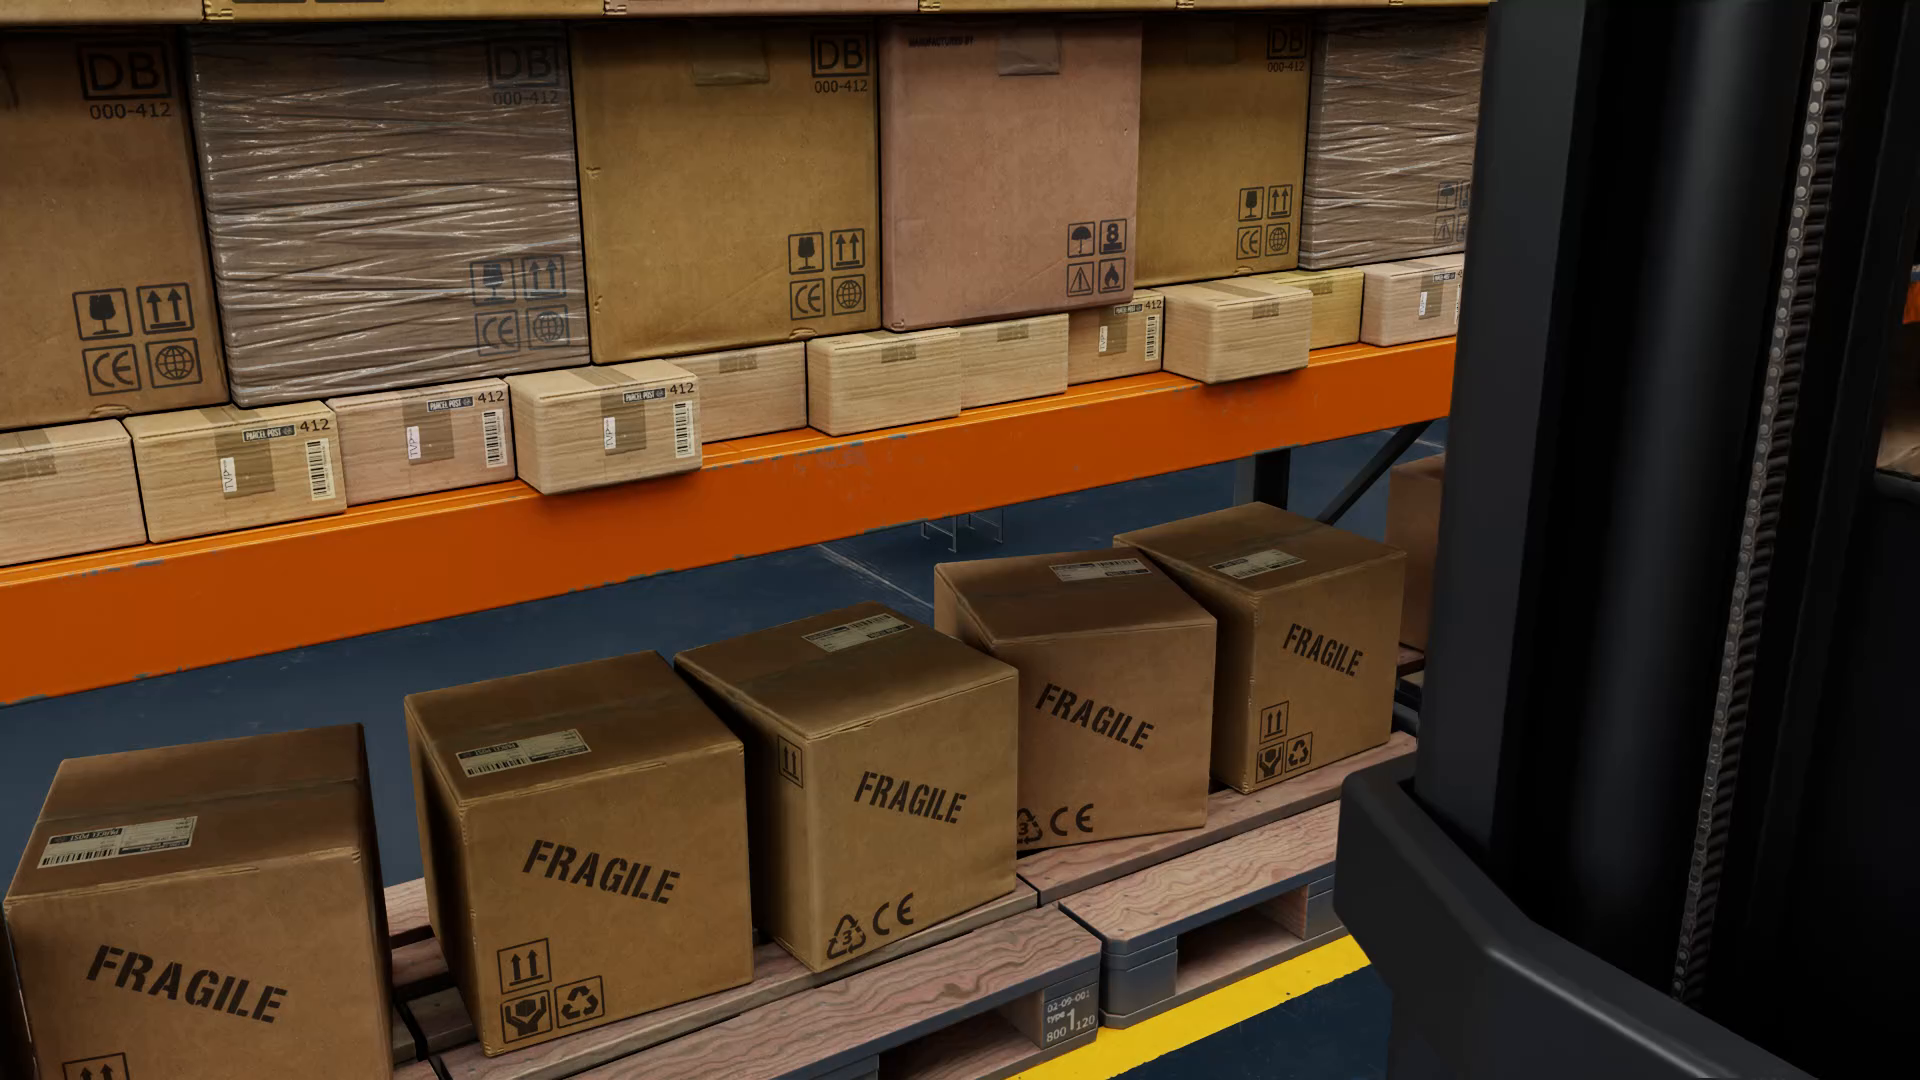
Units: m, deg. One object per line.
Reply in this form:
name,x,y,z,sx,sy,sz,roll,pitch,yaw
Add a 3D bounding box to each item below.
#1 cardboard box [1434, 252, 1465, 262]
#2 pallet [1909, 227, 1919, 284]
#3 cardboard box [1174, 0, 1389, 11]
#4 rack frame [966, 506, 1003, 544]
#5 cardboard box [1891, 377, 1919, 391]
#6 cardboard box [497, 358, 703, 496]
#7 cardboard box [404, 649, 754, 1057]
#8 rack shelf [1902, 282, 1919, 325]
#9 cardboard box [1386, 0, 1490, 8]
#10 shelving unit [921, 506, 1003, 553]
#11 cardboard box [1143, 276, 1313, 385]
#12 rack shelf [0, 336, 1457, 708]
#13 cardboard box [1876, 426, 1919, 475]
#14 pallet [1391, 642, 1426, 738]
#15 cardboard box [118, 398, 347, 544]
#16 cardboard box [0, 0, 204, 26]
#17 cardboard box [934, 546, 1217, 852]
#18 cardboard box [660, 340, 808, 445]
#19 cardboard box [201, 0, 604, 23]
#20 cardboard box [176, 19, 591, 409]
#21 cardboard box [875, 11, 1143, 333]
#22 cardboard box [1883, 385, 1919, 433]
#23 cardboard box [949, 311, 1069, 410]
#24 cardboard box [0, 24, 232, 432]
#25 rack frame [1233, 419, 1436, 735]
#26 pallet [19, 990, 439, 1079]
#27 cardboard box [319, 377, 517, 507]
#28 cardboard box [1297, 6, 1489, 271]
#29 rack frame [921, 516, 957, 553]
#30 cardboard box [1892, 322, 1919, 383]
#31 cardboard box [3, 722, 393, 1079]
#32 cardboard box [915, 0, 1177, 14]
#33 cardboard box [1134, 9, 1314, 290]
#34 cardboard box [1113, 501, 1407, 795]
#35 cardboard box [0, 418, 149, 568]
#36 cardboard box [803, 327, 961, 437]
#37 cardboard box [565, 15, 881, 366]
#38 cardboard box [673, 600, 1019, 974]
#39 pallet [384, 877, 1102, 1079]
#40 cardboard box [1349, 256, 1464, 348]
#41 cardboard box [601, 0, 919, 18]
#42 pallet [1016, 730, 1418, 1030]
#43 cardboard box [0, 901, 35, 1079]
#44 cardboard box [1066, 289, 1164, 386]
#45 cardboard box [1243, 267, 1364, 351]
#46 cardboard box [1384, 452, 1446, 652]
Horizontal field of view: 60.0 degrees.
cardboard box,1.057,-0.566,3.627,0.250,0.149,0.380,-12,22,-31
pallet,1.793,-0.806,4.245,1.213,0.211,1.003,-12,22,-31
cardboard box,0.433,-1.222,2.993,0.500,0.500,0.500,-12,22,-31
rack frame,0.092,-0.446,6.158,0.006,0.900,0.240,-12,22,-31
cardboard box,3.411,-0.305,5.681,0.500,0.500,0.700,-14,23,-36
cardboard box,-0.591,-0.202,2.552,0.250,0.149,0.380,-12,22,-31
cardboard box,-0.722,0.563,3.142,0.500,0.500,0.500,-10,21,-26
rack shelf,2.745,-0.813,5.088,4.000,0.370,1.077,-12,22,-31
cardboard box,0.850,-1.310,3.255,0.500,0.500,0.500,-12,22,-31
shelving unit,0.007,-0.428,6.105,0.210,0.900,0.258,-12,22,-31
cardboard box,0.454,-0.422,3.203,0.250,0.149,0.380,-12,22,-31
rack shelf,-0.596,-0.108,3.004,4.000,0.370,1.077,-12,22,-31
cardboard box,2.475,-0.105,5.089,0.500,0.500,0.700,-14,23,-36
pallet,1.724,0.382,4.784,1.213,0.211,1.003,-12,22,-31
cardboard box,-1.050,-0.135,2.352,0.250,0.149,0.380,-12,22,-31
cardboard box,-1.235,-0.869,1.949,0.500,0.500,0.500,-12,22,-31
cardboard box,0.244,0.347,3.783,0.500,0.500,0.500,-5,19,-14
cardboard box,-0.455,-0.282,2.787,0.250,0.149,0.380,-12,22,-31
cardboard box,-0.818,-0.957,2.211,0.500,0.500,0.500,-12,22,-31
cardboard box,-0.999,-0.571,2.630,0.500,0.500,0.875,-12,22,-31
cardboard box,-0.134,-0.733,3.109,0.500,0.500,0.875,-12,22,-31
cardboard box,2.941,-0.204,5.380,0.500,0.500,0.700,-10,21,-27
cardboard box,-0.014,-0.359,3.015,0.250,0.149,0.380,-12,22,-31
cardboard box,-1.440,-0.495,2.404,0.500,0.500,0.875,-12,22,-31
rack frame,1.075,-0.801,3.931,0.127,3.000,1.000,-12,22,-31
pallet,-1.505,1.077,2.728,1.213,0.211,1.003,-12,22,-31
cardboard box,-0.857,-0.186,2.504,0.250,0.149,0.380,-12,22,-31
cardboard box,0.665,-0.927,3.682,0.500,0.500,0.875,-12,22,-31
rack frame,-0.078,-0.410,6.052,0.006,0.900,0.240,-12,22,-31
cardboard box,3.435,-0.663,5.568,0.500,0.250,0.500,-9,21,-25
cardboard box,-1.255,0.669,2.831,0.500,0.500,0.500,-6,20,-17
cardboard box,0.015,-1.134,2.734,0.500,0.500,0.500,-12,22,-31
cardboard box,0.228,-0.848,3.449,0.500,0.500,0.875,-12,22,-31
cardboard box,0.719,0.244,4.087,0.500,0.500,0.500,-13,22,-33
cardboard box,-1.263,-0.093,2.227,0.250,0.149,0.380,-12,22,-31
cardboard box,-0.204,-0.305,2.857,0.250,0.149,0.380,-12,22,-31
cardboard box,-0.575,-0.656,2.881,0.500,0.500,0.875,-12,22,-31
cardboard box,-0.231,0.477,3.397,0.500,0.500,0.500,-14,23,-36
pallet,-0.487,0.864,3.360,1.213,0.211,1.003,-12,22,-31
cardboard box,0.843,-0.524,3.504,0.250,0.149,0.380,-12,22,-31
cardboard box,-0.404,-1.047,2.476,0.500,0.500,0.500,-12,22,-31
pallet,0.533,0.648,4.000,1.213,0.211,1.003,-12,22,-31
cardboard box,-1.735,0.783,2.492,0.500,0.500,0.500,-8,20,-21
cardboard box,0.172,-0.414,3.177,0.250,0.149,0.380,-12,22,-31
cardboard box,0.601,-0.496,3.421,0.250,0.149,0.380,-12,22,-31
cardboard box,1.599,0.072,4.564,0.500,0.500,0.700,-14,23,-36
